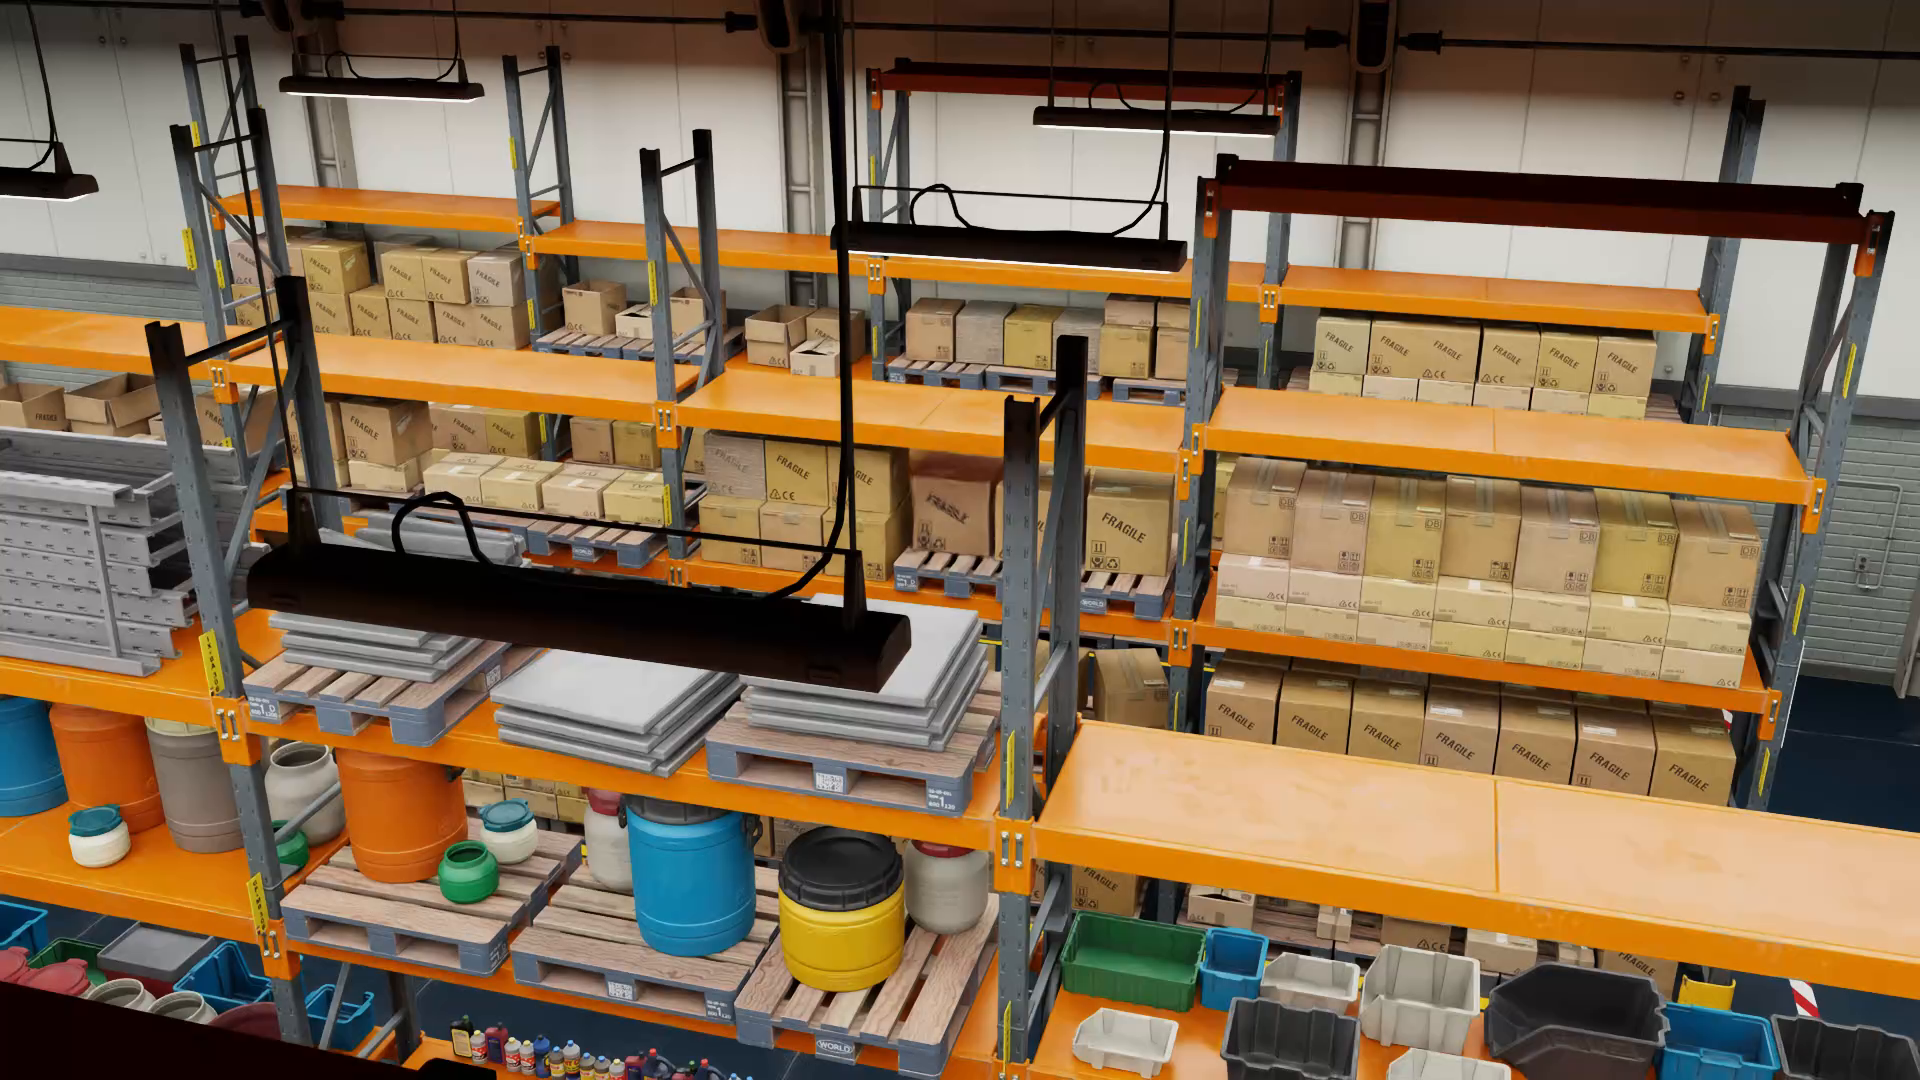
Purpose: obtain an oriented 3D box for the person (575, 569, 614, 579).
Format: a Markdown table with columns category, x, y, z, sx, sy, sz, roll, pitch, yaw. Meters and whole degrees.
| category | x | y | z | sx | sy | sz | roll | pitch | yaw |
| --- | --- | --- | --- | --- | --- | --- | --- | --- | --- |
| person | -3.862 | 0.333 | 17.748 | 0.782 | 1.724 | 0.602 | -5 | 23 | -11 |
